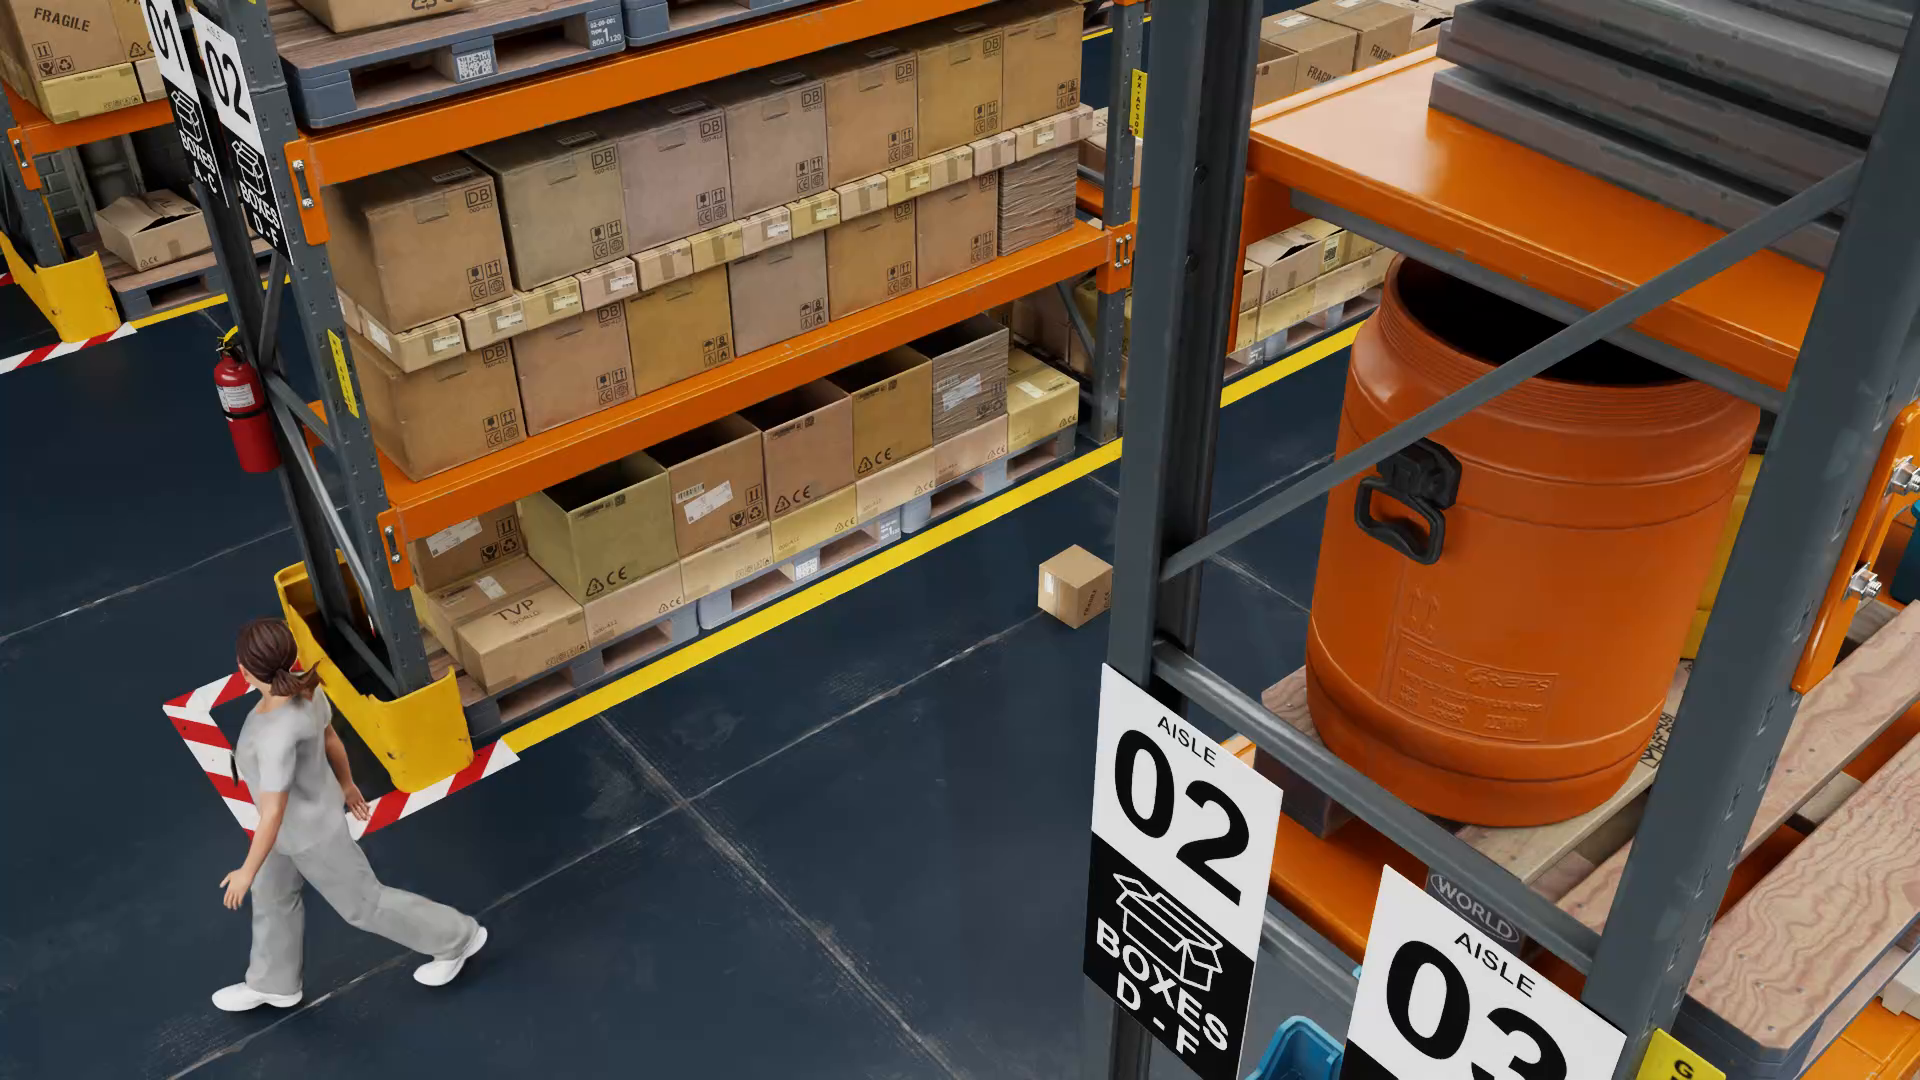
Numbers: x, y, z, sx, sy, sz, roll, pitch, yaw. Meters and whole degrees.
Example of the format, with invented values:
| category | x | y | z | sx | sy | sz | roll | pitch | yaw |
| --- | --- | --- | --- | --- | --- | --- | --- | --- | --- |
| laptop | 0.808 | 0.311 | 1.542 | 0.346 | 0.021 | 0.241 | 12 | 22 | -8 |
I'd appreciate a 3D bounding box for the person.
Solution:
| category | x | y | z | sx | sy | sz | roll | pitch | yaw |
| --- | --- | --- | --- | --- | --- | --- | --- | --- | --- |
| person | -2.247 | 0.991 | 5.721 | 0.989 | 1.627 | 0.539 | -10 | 37 | -14 |
